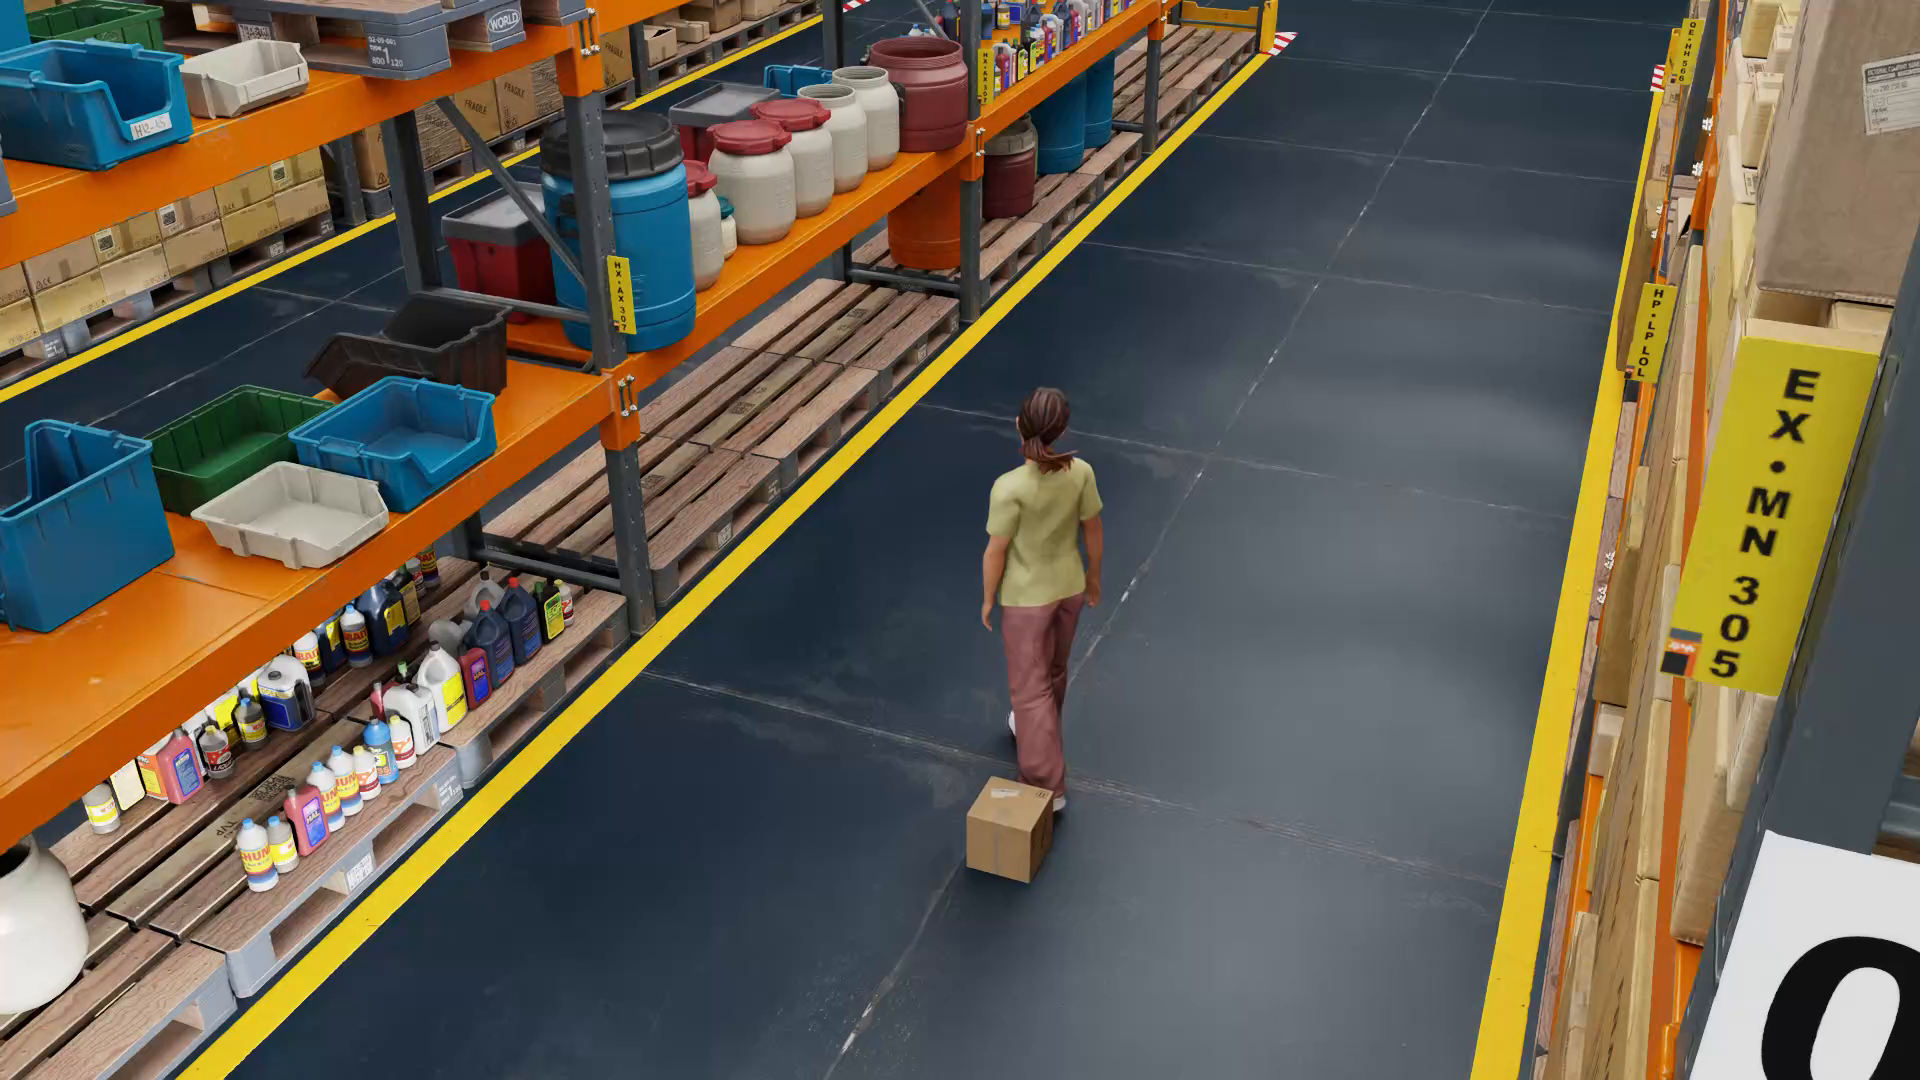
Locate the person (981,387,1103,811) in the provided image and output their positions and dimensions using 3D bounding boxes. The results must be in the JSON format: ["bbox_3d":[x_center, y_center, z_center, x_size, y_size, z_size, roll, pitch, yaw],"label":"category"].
[{"bbox_3d":[0.283,0.199,6.246,0.528,1.663,0.594,-20,35,-31],"label":"person"}]
